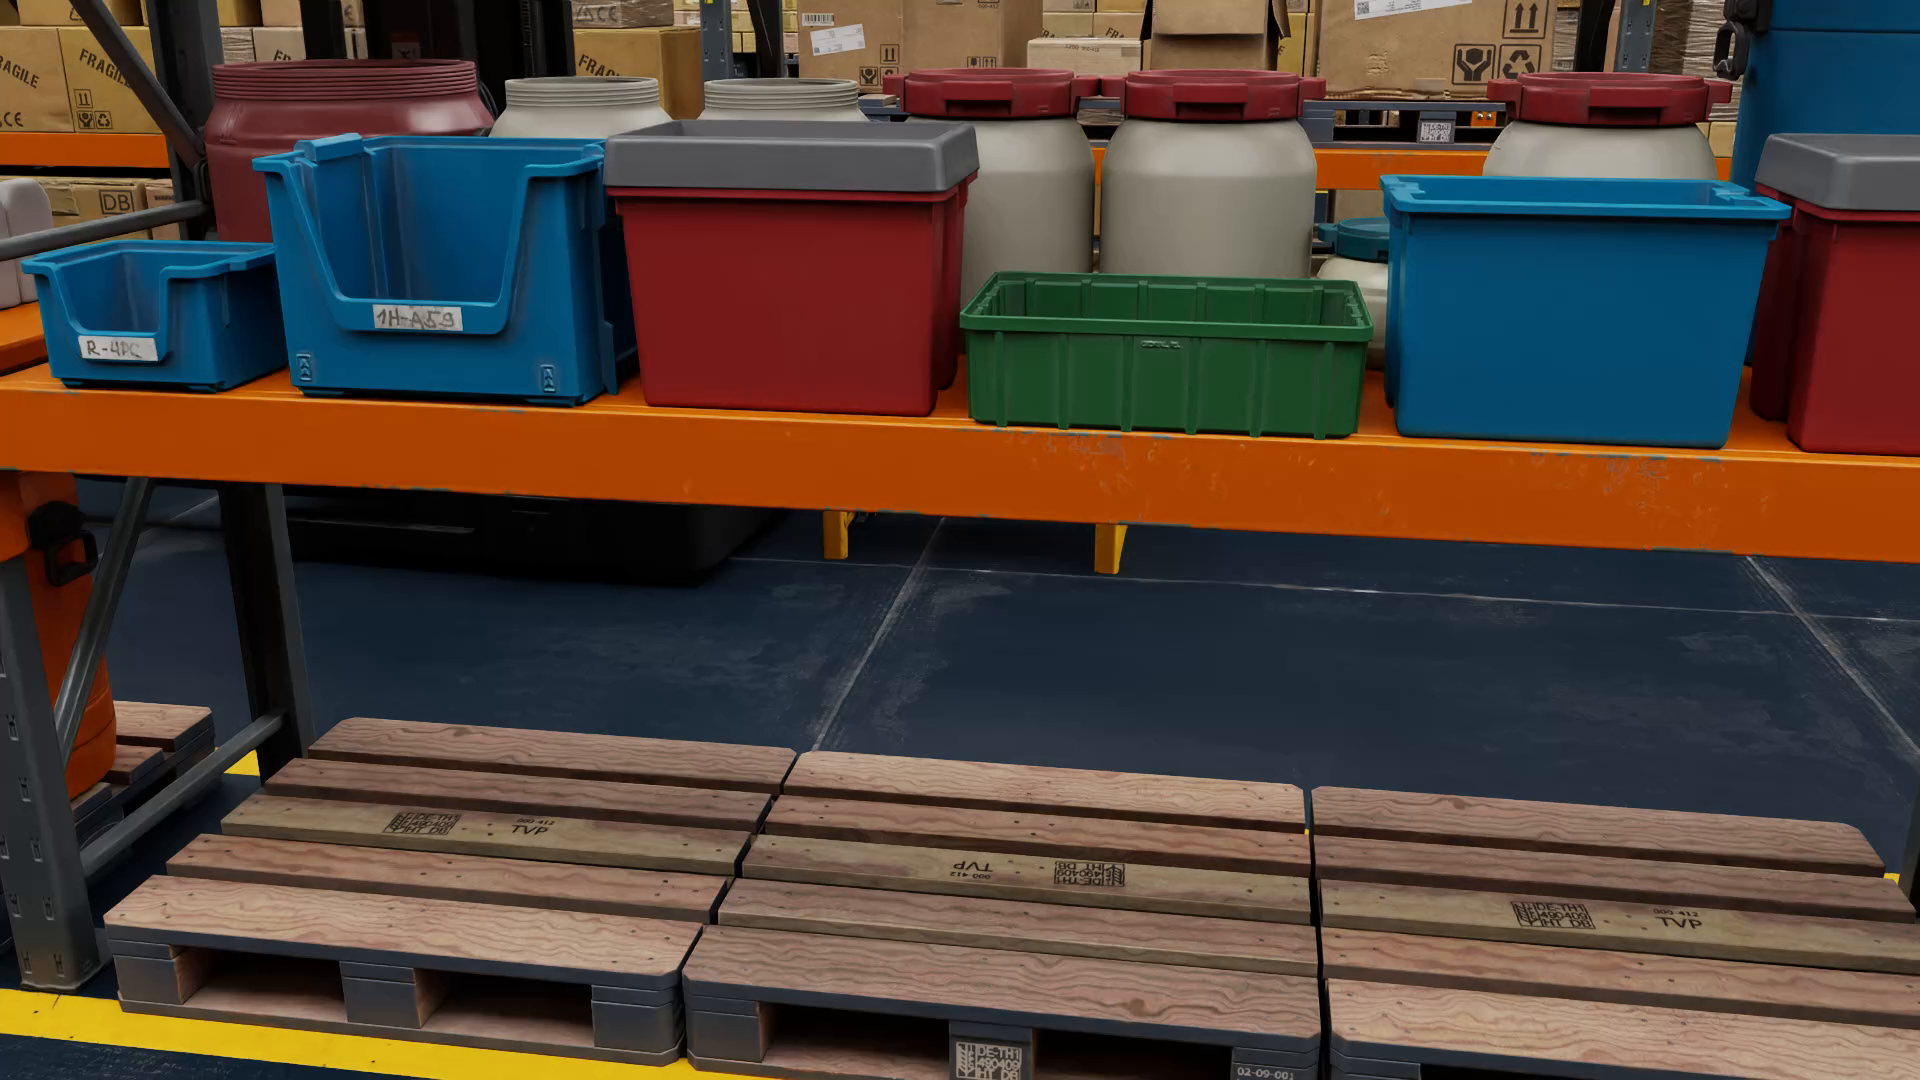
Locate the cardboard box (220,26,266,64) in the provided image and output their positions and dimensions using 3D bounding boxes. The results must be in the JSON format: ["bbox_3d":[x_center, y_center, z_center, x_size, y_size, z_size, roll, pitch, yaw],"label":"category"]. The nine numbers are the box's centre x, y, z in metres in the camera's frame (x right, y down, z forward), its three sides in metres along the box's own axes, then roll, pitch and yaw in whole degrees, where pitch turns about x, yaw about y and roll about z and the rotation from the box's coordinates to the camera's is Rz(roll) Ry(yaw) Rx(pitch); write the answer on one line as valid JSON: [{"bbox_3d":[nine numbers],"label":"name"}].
[{"bbox_3d":[-3.585,-2.282,8.238,0.500,0.500,0.500,2,19,7],"label":"cardboard box"}]

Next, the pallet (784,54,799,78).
[{"bbox_3d":[-0.874,-3.645,12.773,1.003,0.211,1.213,3,19,9],"label":"pallet"}]

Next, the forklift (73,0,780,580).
[{"bbox_3d":[-2.224,-1.480,6.107,3.031,2.935,1.130,4,19,12],"label":"forklift"}]

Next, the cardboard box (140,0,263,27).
[{"bbox_3d":[-3.682,-2.842,8.330,0.637,0.503,0.797,3,19,9],"label":"cardboard box"}]

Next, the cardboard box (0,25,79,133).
[{"bbox_3d":[-4.575,-2.332,8.389,0.500,0.500,0.500,3,19,9],"label":"cardboard box"}]

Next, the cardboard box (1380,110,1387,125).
[{"bbox_3d":[5.690,-5.411,21.418,0.500,0.250,0.500,3,19,9],"label":"cardboard box"}]

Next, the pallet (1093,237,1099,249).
[{"bbox_3d":[0.613,-2.348,12.988,1.213,0.211,1.003,3,19,9],"label":"pallet"}]

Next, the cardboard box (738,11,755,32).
[{"bbox_3d":[-1.485,-3.875,12.423,0.250,0.149,0.380,3,19,9],"label":"cardboard box"}]

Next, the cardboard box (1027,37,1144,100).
[{"bbox_3d":[0.578,-2.157,7.596,0.500,0.250,0.500,2,19,7],"label":"cardboard box"}]

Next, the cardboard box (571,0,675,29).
[{"bbox_3d":[-1.760,-2.750,8.056,0.637,0.503,0.797,4,19,11],"label":"cardboard box"}]

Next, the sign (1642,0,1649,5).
[{"bbox_3d":[2.825,-2.359,6.800,0.005,0.325,0.100,3,19,9],"label":"sign"}]

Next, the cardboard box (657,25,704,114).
[{"bbox_3d":[-1.477,-2.342,8.418,0.500,0.500,0.500,3,19,10],"label":"cardboard box"}]

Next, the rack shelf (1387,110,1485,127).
[{"bbox_3d":[1.821,-3.292,12.548,4.000,0.370,1.077,3,19,9],"label":"rack shelf"}]

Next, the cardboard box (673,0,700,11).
[{"bbox_3d":[-1.987,-4.043,12.455,0.250,0.149,0.380,4,19,11],"label":"cardboard box"}]

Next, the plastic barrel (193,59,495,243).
[{"bbox_3d":[-1.320,-0.769,3.661,0.708,0.536,0.600,3,19,9],"label":"plastic barrel"}]

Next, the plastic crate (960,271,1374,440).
[{"bbox_3d":[0.359,-0.331,2.898,0.662,0.188,0.450,3,19,9],"label":"plastic crate"}]

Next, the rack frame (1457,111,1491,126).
[{"bbox_3d":[3.796,-3.532,12.133,0.127,3.000,1.000,3,19,9],"label":"rack frame"}]

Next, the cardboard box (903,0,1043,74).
[{"bbox_3d":[0.066,-2.420,7.989,0.500,0.500,0.700,6,19,17],"label":"cardboard box"}]

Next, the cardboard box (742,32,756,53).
[{"bbox_3d":[-1.458,-3.734,12.470,0.250,0.149,0.380,3,19,8],"label":"cardboard box"}]

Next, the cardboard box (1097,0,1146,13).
[{"bbox_3d":[1.294,-4.179,12.334,0.500,0.500,0.700,3,19,8],"label":"cardboard box"}]

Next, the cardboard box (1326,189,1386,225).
[{"bbox_3d":[3.168,-2.668,12.433,0.750,0.750,1.050,3,19,8],"label":"cardboard box"}]

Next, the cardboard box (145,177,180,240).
[{"bbox_3d":[-3.472,-1.507,8.767,0.875,0.875,1.225,2,19,7],"label":"cardboard box"}]

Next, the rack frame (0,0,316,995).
[{"bbox_3d":[-1.826,-0.633,3.468,0.127,3.000,1.000,3,19,9],"label":"rack frame"}]

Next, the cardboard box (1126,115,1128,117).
[{"bbox_3d":[2.575,-5.852,22.146,0.625,0.625,0.875,4,19,10],"label":"cardboard box"}]

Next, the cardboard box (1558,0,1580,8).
[{"bbox_3d":[4.154,-4.086,11.850,0.550,0.550,0.875,3,19,9],"label":"cardboard box"}]

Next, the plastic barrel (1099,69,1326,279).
[{"bbox_3d":[0.489,-0.650,3.305,0.433,0.535,0.433,0,18,0],"label":"plastic barrel"}]

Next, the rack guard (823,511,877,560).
[{"bbox_3d":[-0.416,-0.140,6.327,0.087,0.250,0.587,3,19,9],"label":"rack guard"}]

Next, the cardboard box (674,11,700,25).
[{"bbox_3d":[-1.988,-3.901,12.501,0.250,0.149,0.380,3,19,10],"label":"cardboard box"}]

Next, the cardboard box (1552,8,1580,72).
[{"bbox_3d":[4.162,-3.589,12.065,0.550,0.550,0.875,3,19,9],"label":"cardboard box"}]

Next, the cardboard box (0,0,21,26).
[{"bbox_3d":[-5.422,-2.916,8.877,0.500,0.500,0.500,3,19,9],"label":"cardboard box"}]

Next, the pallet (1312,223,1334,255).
[{"bbox_3d":[3.022,-2.225,12.621,1.213,0.211,1.003,3,19,9],"label":"pallet"}]

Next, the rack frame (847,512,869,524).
[{"bbox_3d":[-0.418,-0.733,6.129,0.032,1.500,0.500,3,19,9],"label":"rack frame"}]

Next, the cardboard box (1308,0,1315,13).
[{"bbox_3d":[2.796,-4.102,12.103,0.500,0.500,0.700,3,19,8],"label":"cardboard box"}]

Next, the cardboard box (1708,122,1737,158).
[{"bbox_3d":[3.318,-1.743,7.180,0.250,0.149,0.380,3,19,9],"label":"cardboard box"}]

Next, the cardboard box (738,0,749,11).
[{"bbox_3d":[-1.481,-4.016,12.374,0.250,0.149,0.380,3,19,10],"label":"cardboard box"}]

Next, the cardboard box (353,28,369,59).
[{"bbox_3d":[-2.571,-2.232,8.088,0.500,0.500,0.500,2,19,7],"label":"cardboard box"}]

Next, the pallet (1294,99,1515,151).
[{"bbox_3d":[2.177,-1.977,7.786,1.213,0.211,1.003,3,19,9],"label":"pallet"}]

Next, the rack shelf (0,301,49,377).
[{"bbox_3d":[-3.801,-0.393,3.883,4.000,0.370,1.077,3,19,9],"label":"rack shelf"}]

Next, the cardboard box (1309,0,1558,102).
[{"bbox_3d":[2.147,-2.551,7.593,1.000,1.000,1.000,3,19,9],"label":"cardboard box"}]

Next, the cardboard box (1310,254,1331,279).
[{"bbox_3d":[1.838,-1.074,8.033,0.500,0.500,0.700,3,19,8],"label":"cardboard box"}]

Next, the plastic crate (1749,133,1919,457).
[{"bbox_3d":[1.597,-0.391,2.643,0.583,0.464,0.402,3,19,9],"label":"plastic crate"}]

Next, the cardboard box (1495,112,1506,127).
[{"bbox_3d":[4.405,-2.670,12.244,0.875,0.875,0.875,3,19,9],"label":"cardboard box"}]

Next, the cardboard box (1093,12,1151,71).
[{"bbox_3d":[1.247,-3.624,12.249,0.500,0.500,0.500,3,19,9],"label":"cardboard box"}]

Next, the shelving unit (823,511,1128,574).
[{"bbox_3d":[0.075,-0.707,6.054,1.083,1.500,0.587,3,19,9],"label":"shelving unit"}]

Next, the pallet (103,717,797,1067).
[{"bbox_3d":[-1.067,0.740,3.758,1.213,0.211,1.003,3,19,9],"label":"pallet"}]

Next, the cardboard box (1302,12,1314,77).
[{"bbox_3d":[2.739,-3.548,12.022,0.500,0.500,0.500,3,19,8],"label":"cardboard box"}]

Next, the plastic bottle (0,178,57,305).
[{"bbox_3d":[-2.202,-0.697,3.856,0.135,0.276,0.152,3,19,9],"label":"plastic bottle"}]

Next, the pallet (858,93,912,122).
[{"bbox_3d":[-0.320,-2.092,8.129,1.003,0.211,1.213,3,19,9],"label":"pallet"}]

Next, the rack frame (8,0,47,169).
[{"bbox_3d":[-4.990,-2.386,8.708,0.127,3.000,1.000,3,19,9],"label":"rack frame"}]

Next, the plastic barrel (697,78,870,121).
[{"bbox_3d":[-0.361,-0.680,3.433,0.421,0.512,0.421,0,18,0],"label":"plastic barrel"}]

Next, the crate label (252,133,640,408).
[{"bbox_3d":[-0.888,-0.515,3.060,0.616,0.435,0.502,3,19,9],"label":"crate label"}]

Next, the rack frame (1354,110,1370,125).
[{"bbox_3d":[5.265,-6.644,21.431,0.127,3.000,1.000,3,19,9],"label":"rack frame"}]

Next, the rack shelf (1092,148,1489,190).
[{"bbox_3d":[0.934,-1.743,7.919,4.000,0.370,1.077,3,19,9],"label":"rack shelf"}]

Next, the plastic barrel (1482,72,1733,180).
[{"bbox_3d":[1.214,-0.613,3.194,0.433,0.535,0.433,0,18,0],"label":"plastic barrel"}]
